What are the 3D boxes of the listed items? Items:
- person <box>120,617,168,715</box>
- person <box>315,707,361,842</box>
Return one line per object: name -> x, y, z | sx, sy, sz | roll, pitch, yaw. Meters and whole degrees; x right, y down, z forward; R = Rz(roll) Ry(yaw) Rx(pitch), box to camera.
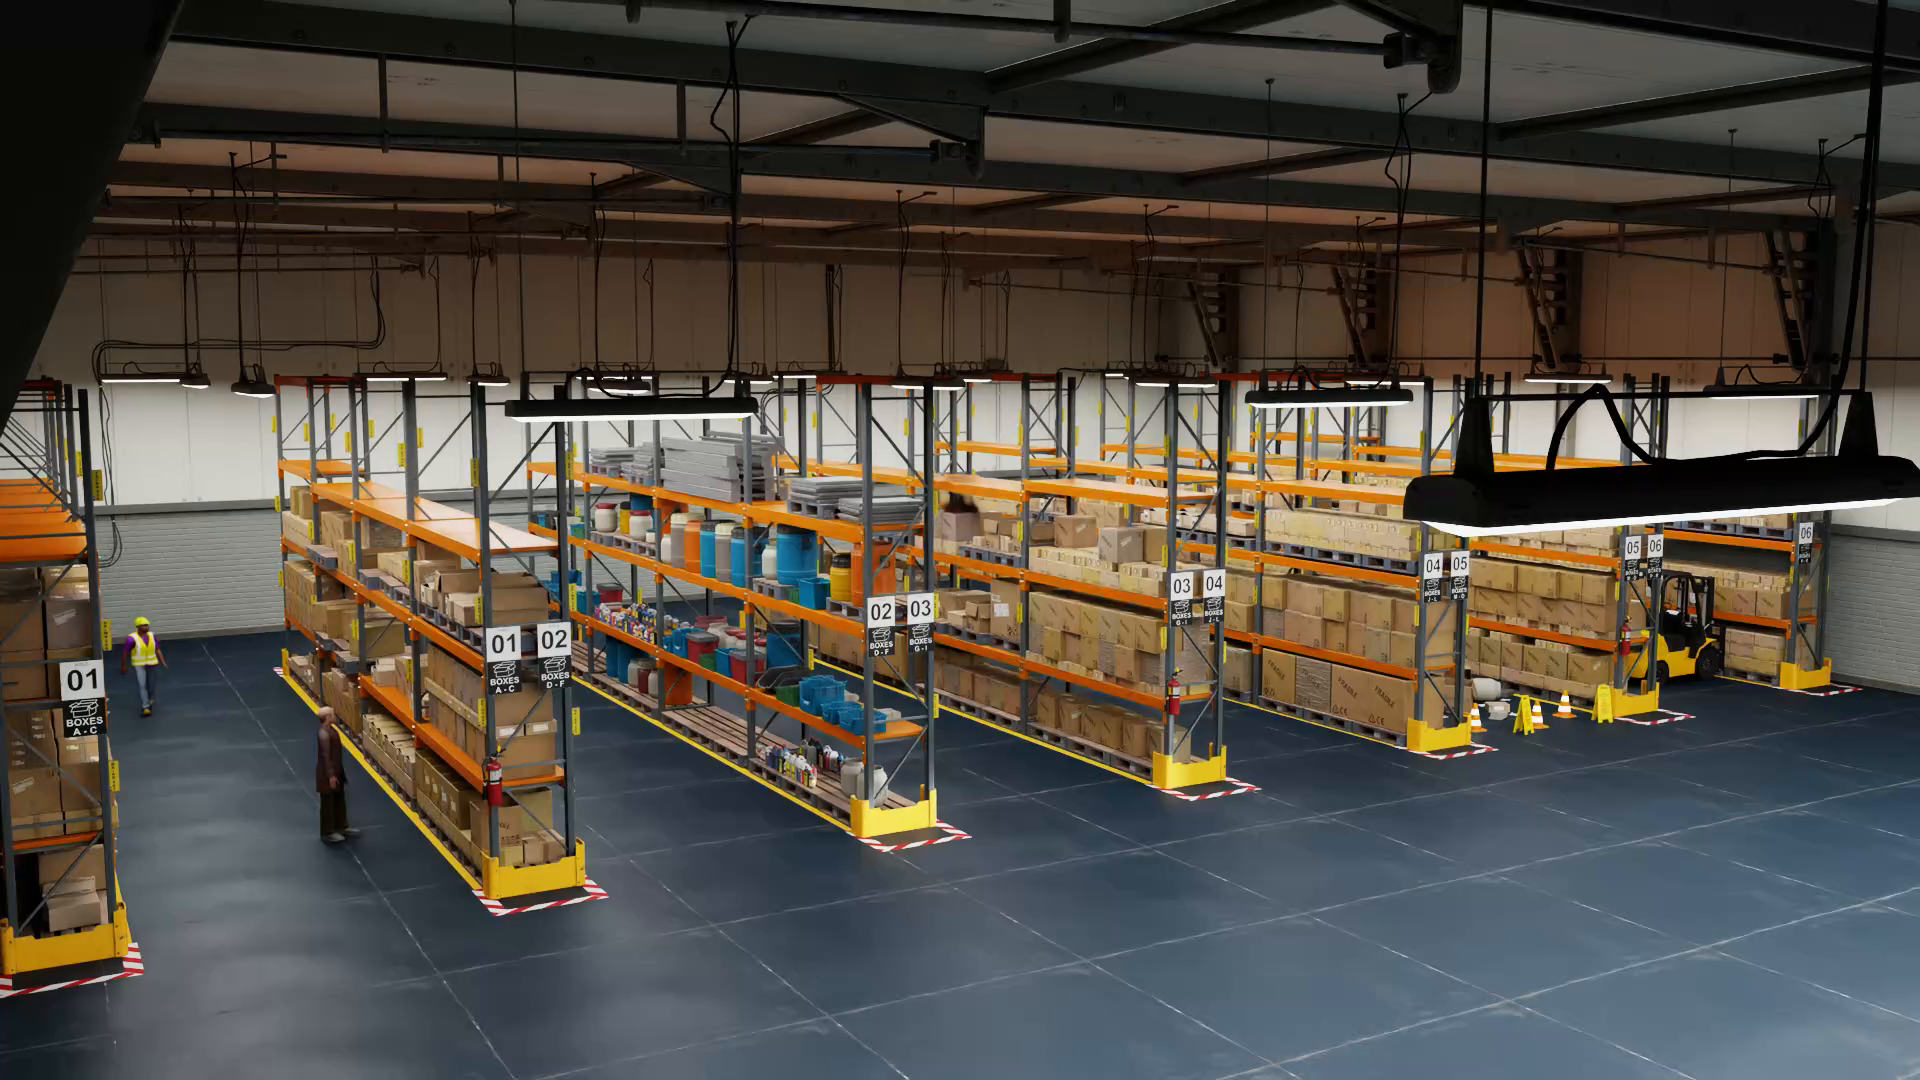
person -> -14.597, 2.232, 29.737 | 0.749, 1.724, 1.080 | -4, 8, -35
person -> -8.231, 3.065, 21.866 | 0.491, 1.783, 0.641 | 0, 6, -2
